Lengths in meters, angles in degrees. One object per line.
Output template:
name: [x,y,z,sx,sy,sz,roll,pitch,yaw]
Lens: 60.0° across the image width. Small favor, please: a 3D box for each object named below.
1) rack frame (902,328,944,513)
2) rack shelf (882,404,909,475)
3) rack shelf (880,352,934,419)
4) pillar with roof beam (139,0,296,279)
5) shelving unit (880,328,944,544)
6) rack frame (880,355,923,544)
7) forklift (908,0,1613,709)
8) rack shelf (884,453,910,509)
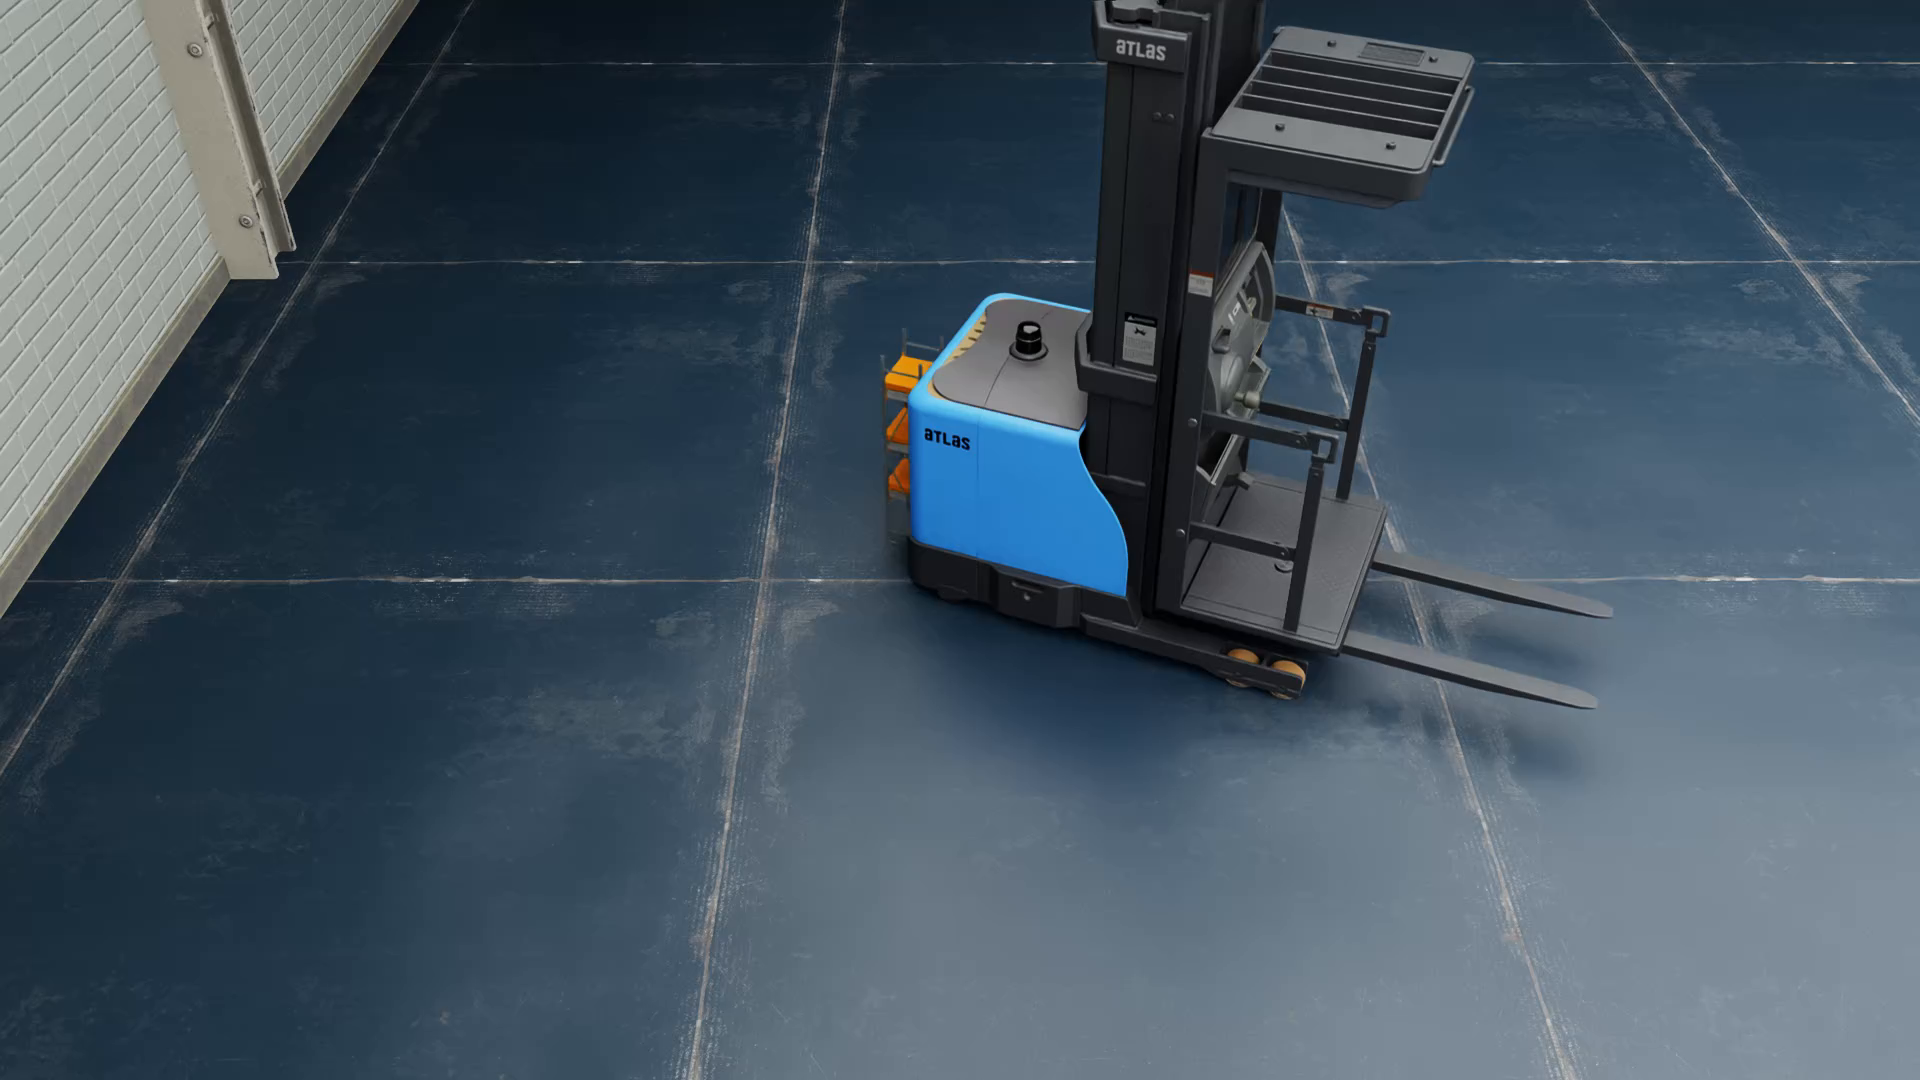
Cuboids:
rack frame: [-0.167,-0.523,7.808,0.200,1.050,0.008,14,41,17]
rack shelf: [-0.212,-0.444,7.726,0.215,0.259,0.240,14,41,17]
rack shelf: [-0.212,-0.665,7.549,0.215,0.259,0.240,14,41,17]
pillar with roof beam: [0.062,-5.200,7.288,9.100,9.000,0.400,0,39,0]
shelving unit: [-0.212,-0.452,7.720,0.215,1.050,0.252,14,41,17]
rack frame: [-0.258,-0.381,7.631,0.200,1.050,0.008,14,41,17]
forklift: [1.329,-0.840,6.700,3.031,2.935,1.130,15,41,18]
rack shelf: [-0.212,-0.227,7.900,0.215,0.259,0.240,14,41,17]
